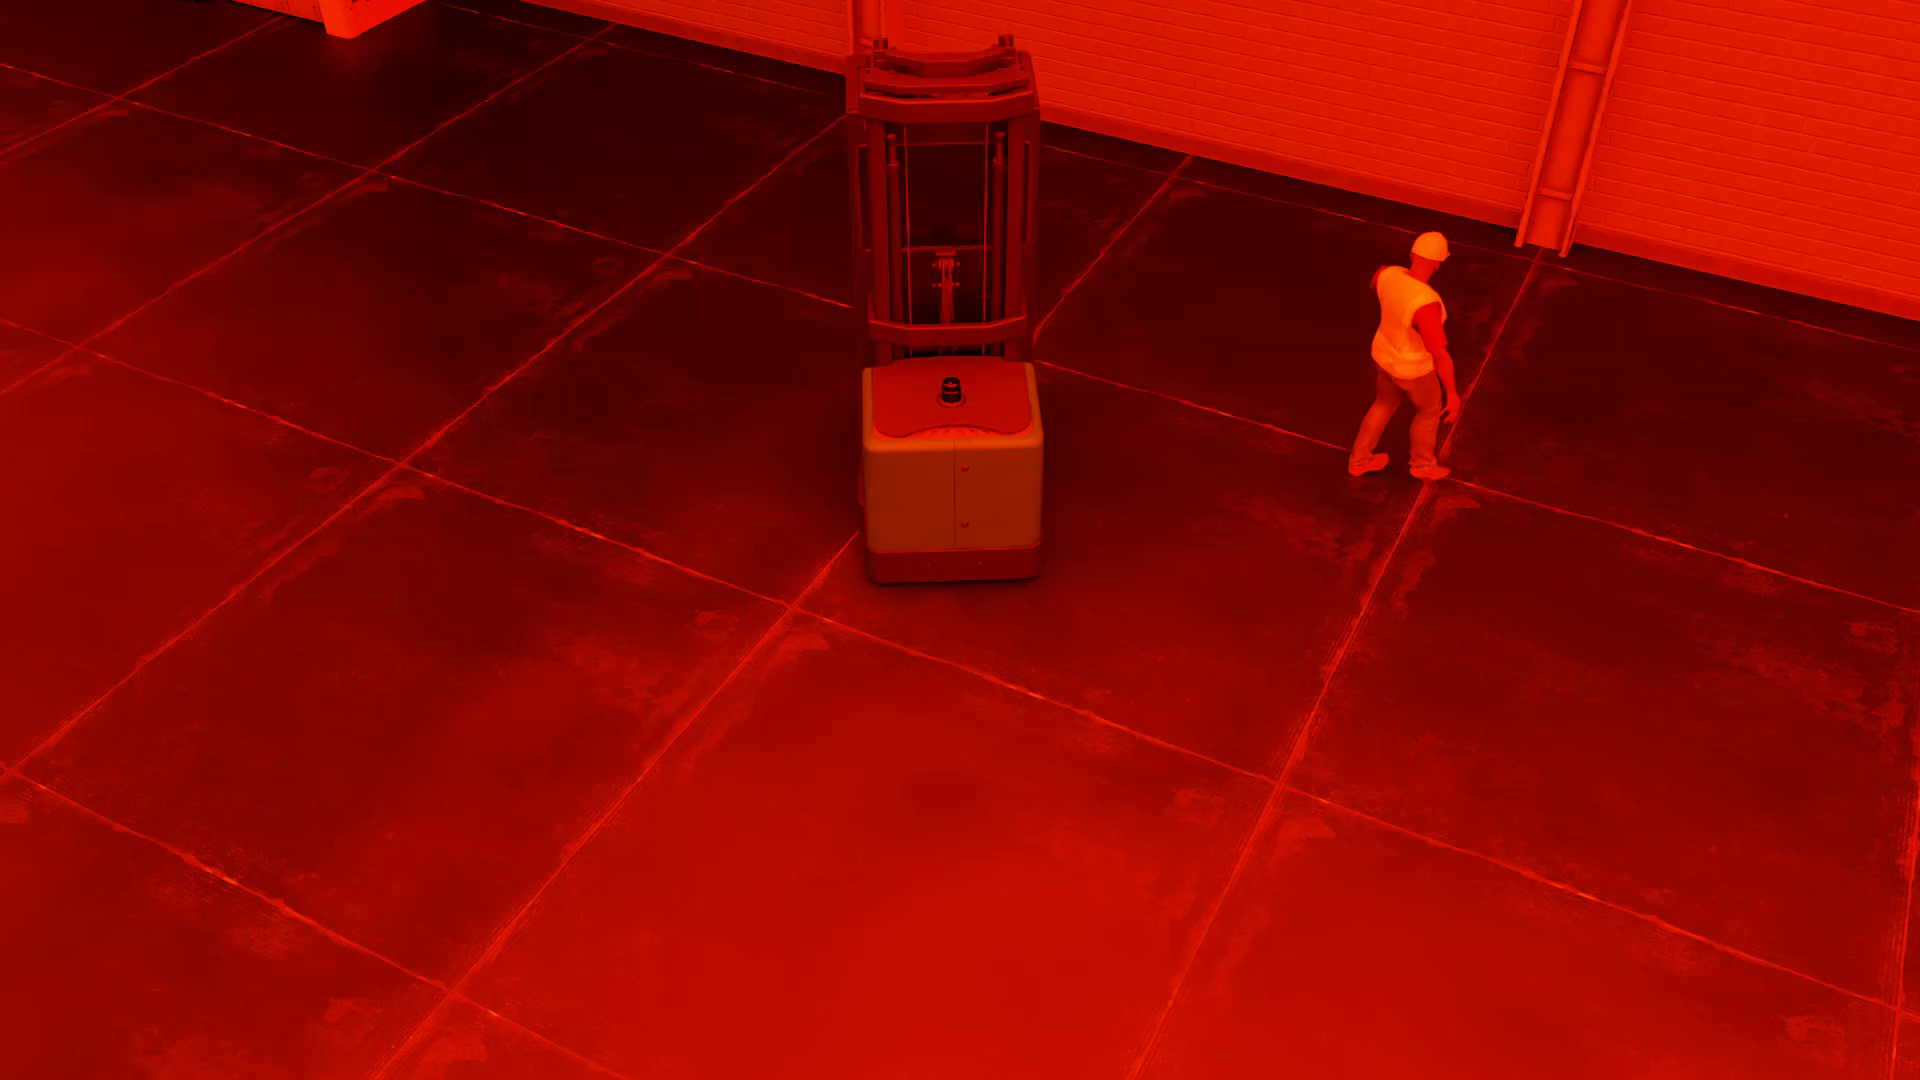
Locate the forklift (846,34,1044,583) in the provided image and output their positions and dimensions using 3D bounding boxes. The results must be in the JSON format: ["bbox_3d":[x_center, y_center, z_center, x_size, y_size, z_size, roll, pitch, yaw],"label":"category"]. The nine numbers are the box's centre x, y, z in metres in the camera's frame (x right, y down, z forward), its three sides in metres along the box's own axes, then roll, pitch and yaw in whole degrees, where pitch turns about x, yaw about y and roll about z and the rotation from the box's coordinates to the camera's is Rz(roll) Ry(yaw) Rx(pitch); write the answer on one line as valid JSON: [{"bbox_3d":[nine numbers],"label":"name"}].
[{"bbox_3d":[-0.106,-1.797,10.121,1.130,2.935,3.031,-2,40,-2],"label":"forklift"}]

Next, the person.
[{"bbox_3d":[2.842,-1.104,10.255,0.658,1.780,1.048,-15,42,-17],"label":"person"}]
